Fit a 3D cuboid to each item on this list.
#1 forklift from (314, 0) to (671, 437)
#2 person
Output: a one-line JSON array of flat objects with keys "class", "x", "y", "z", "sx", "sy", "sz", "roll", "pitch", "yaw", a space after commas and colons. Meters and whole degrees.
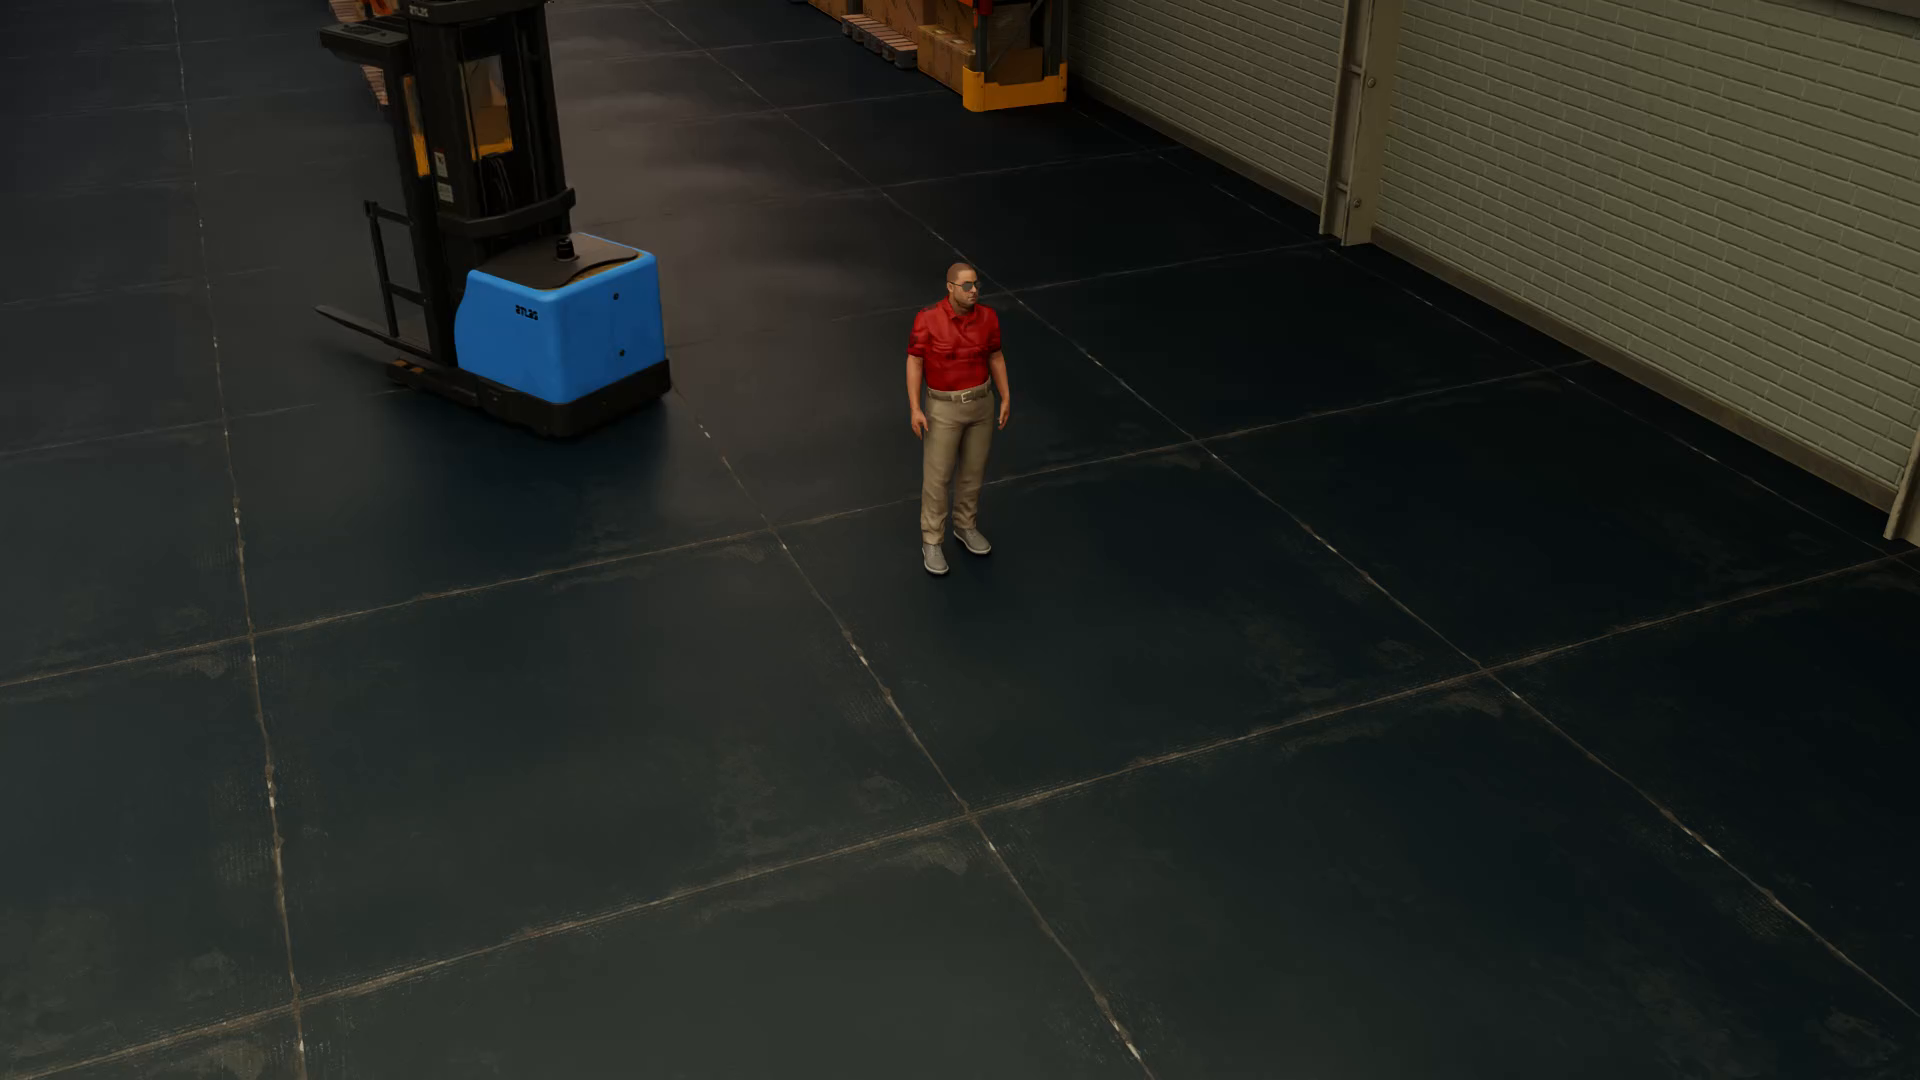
[{"class": "forklift", "x": -3.536, "y": -2.538, "z": 11.558, "sx": 3.031, "sy": 2.935, "sz": 1.130, "roll": 20, "pitch": 36, "yaw": 31}, {"class": "person", "x": 0.025, "y": -0.714, "z": 9.564, "sx": 0.641, "sy": 1.728, "sz": 0.550, "roll": -12, "pitch": 32, "yaw": -20}]
